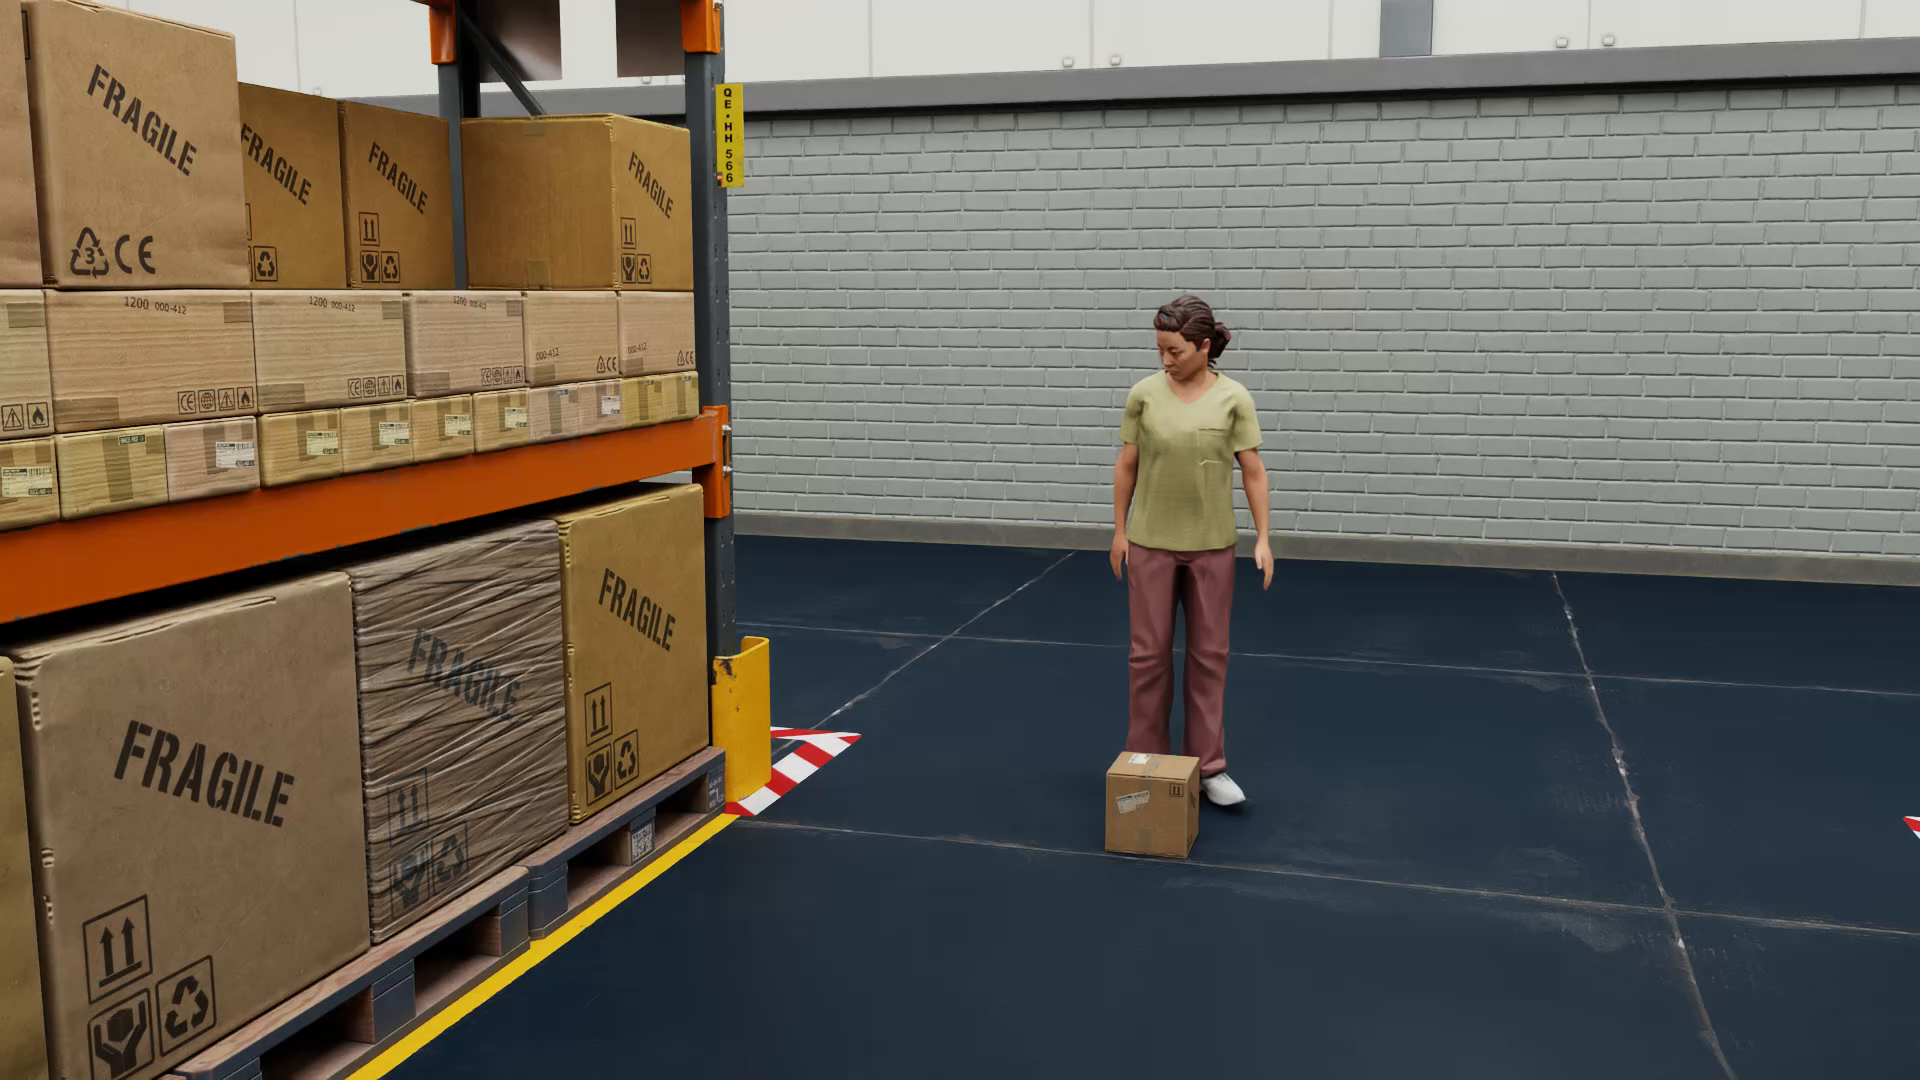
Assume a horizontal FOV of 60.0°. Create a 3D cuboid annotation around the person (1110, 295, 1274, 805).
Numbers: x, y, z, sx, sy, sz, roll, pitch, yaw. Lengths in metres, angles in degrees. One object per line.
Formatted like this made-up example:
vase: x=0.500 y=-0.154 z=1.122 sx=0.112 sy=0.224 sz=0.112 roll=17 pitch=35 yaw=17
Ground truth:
person: x=0.766 y=0.046 z=5.503 sx=0.530 sy=1.696 sz=0.327 roll=1 pitch=8 yaw=4
